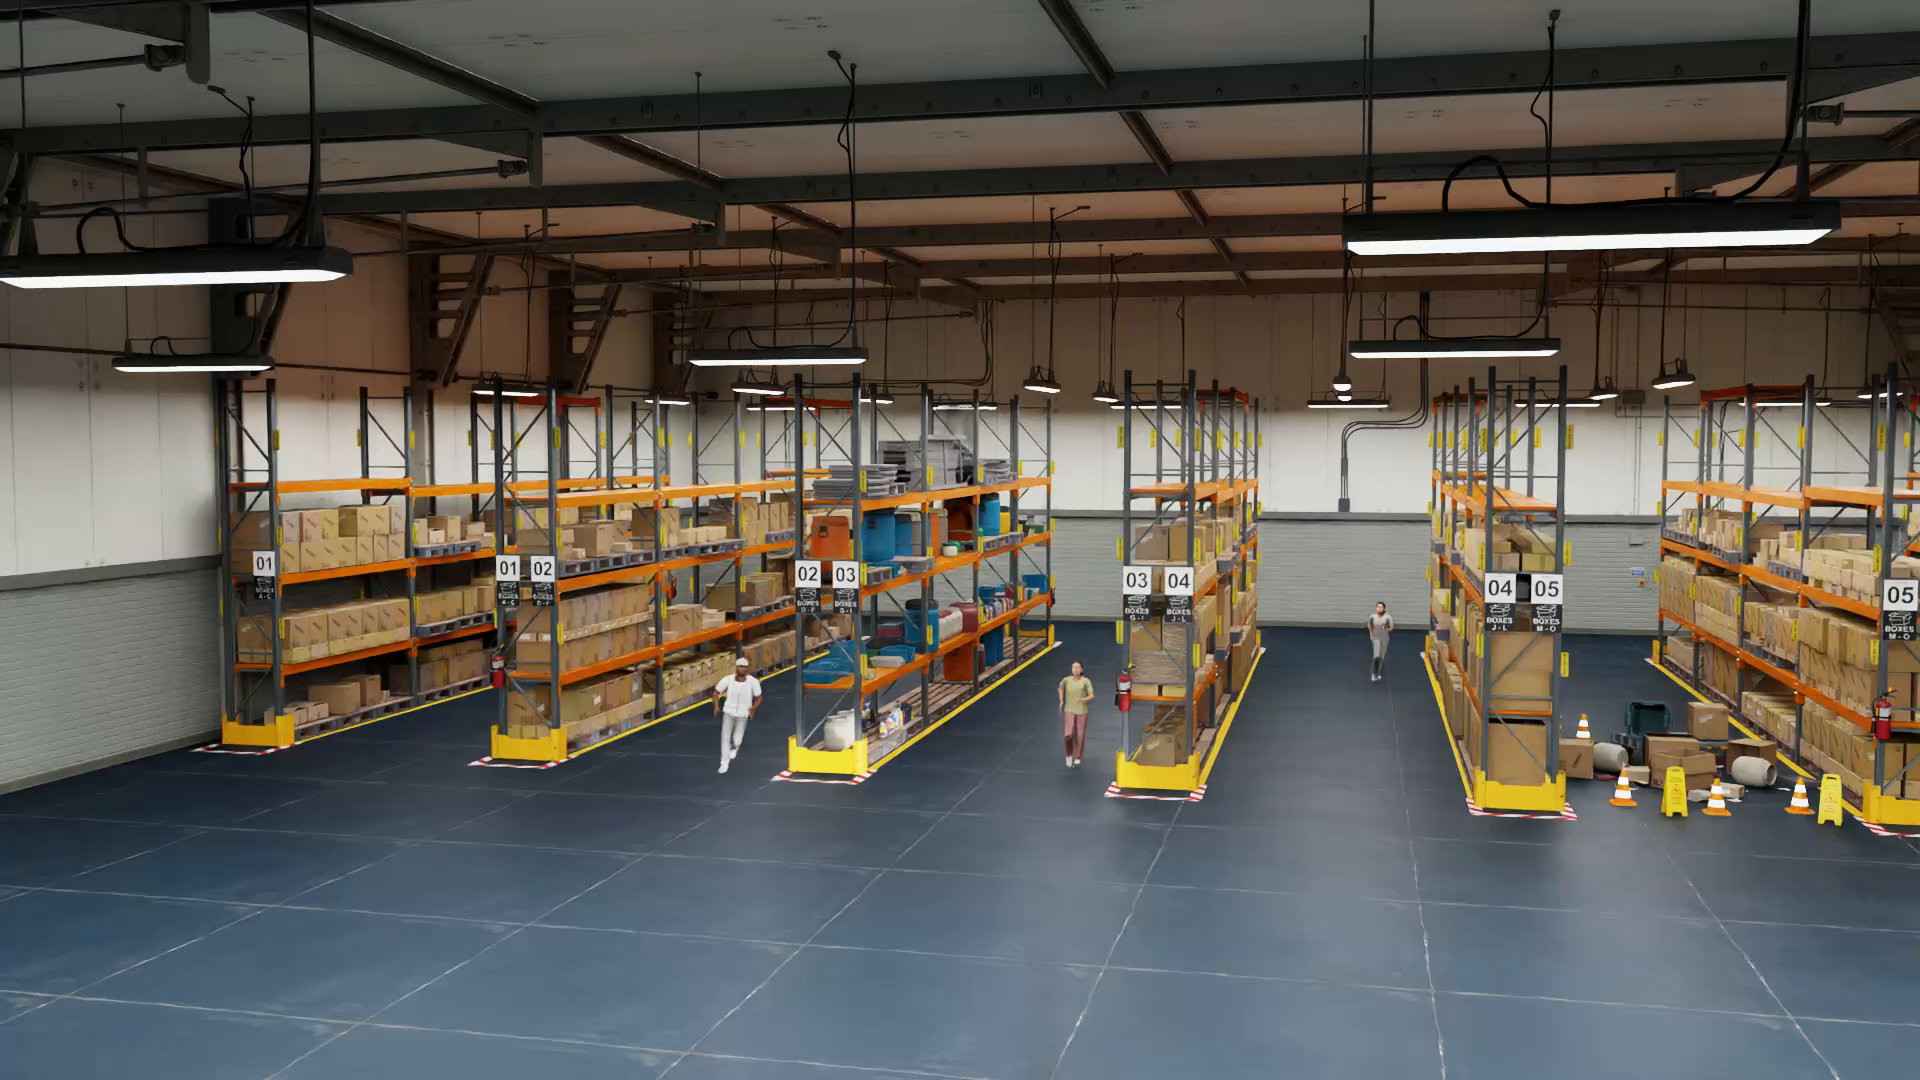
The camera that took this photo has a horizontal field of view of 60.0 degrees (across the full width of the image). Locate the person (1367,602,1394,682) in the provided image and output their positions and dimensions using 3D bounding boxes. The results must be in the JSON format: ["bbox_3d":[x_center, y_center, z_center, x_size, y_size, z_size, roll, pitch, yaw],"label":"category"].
[{"bbox_3d":[8.712,2.113,34.437,0.540,1.674,0.669,1,4,14],"label":"person"}]

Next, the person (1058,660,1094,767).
[{"bbox_3d":[1.761,2.644,25.320,0.560,1.639,0.628,0,3,7],"label":"person"}]

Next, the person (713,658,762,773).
[{"bbox_3d":[-3.391,2.642,25.329,0.744,1.714,0.659,0,3,-5],"label":"person"}]
